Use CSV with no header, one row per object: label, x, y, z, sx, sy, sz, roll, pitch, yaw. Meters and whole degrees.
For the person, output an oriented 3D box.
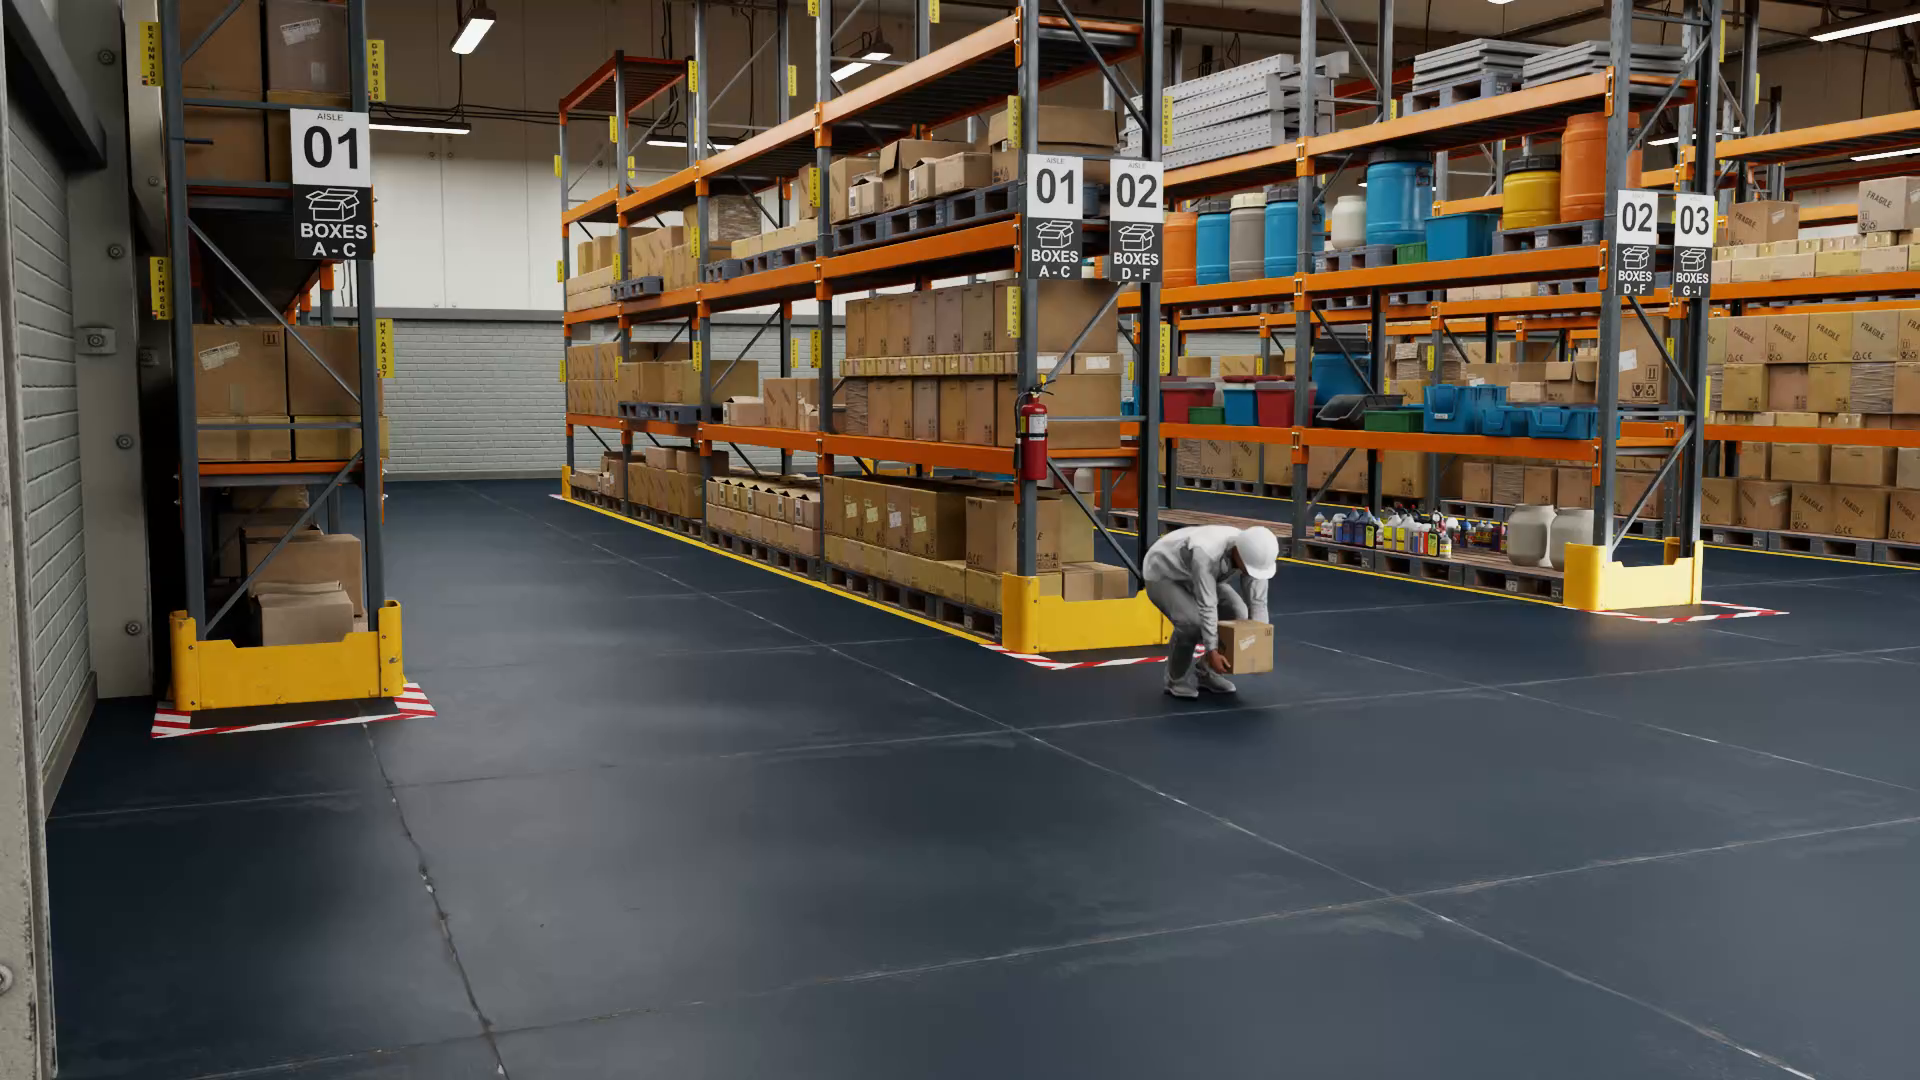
person,1.411,0.386,9.200,0.513,0.989,0.986,-3,6,-26
